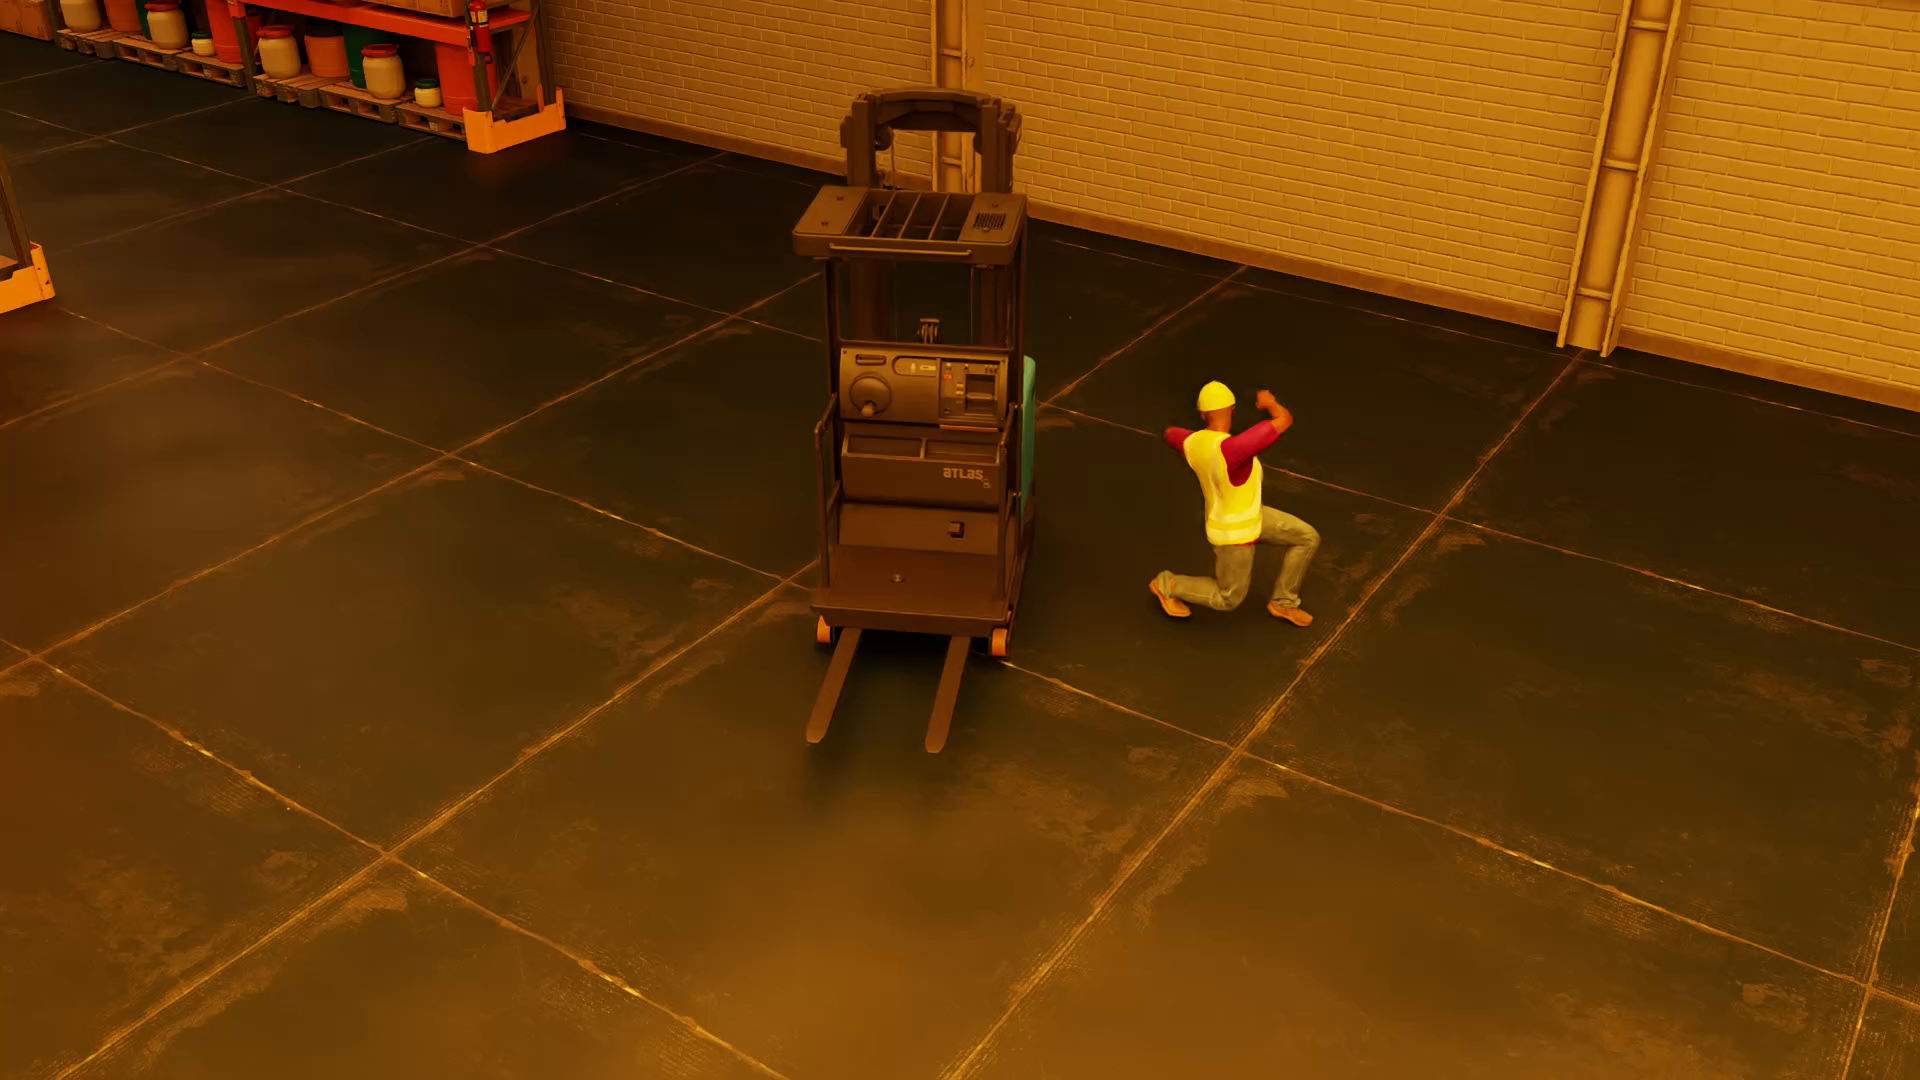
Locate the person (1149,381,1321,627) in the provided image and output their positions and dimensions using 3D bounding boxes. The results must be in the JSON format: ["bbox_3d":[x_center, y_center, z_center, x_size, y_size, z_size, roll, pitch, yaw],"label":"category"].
[{"bbox_3d":[1.604,-0.293,9.544,0.957,1.469,1.002,4,30,6],"label":"person"}]

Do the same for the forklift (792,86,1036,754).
[{"bbox_3d":[-0.228,-0.796,8.952,1.130,2.935,3.031,4,30,7],"label":"forklift"}]
